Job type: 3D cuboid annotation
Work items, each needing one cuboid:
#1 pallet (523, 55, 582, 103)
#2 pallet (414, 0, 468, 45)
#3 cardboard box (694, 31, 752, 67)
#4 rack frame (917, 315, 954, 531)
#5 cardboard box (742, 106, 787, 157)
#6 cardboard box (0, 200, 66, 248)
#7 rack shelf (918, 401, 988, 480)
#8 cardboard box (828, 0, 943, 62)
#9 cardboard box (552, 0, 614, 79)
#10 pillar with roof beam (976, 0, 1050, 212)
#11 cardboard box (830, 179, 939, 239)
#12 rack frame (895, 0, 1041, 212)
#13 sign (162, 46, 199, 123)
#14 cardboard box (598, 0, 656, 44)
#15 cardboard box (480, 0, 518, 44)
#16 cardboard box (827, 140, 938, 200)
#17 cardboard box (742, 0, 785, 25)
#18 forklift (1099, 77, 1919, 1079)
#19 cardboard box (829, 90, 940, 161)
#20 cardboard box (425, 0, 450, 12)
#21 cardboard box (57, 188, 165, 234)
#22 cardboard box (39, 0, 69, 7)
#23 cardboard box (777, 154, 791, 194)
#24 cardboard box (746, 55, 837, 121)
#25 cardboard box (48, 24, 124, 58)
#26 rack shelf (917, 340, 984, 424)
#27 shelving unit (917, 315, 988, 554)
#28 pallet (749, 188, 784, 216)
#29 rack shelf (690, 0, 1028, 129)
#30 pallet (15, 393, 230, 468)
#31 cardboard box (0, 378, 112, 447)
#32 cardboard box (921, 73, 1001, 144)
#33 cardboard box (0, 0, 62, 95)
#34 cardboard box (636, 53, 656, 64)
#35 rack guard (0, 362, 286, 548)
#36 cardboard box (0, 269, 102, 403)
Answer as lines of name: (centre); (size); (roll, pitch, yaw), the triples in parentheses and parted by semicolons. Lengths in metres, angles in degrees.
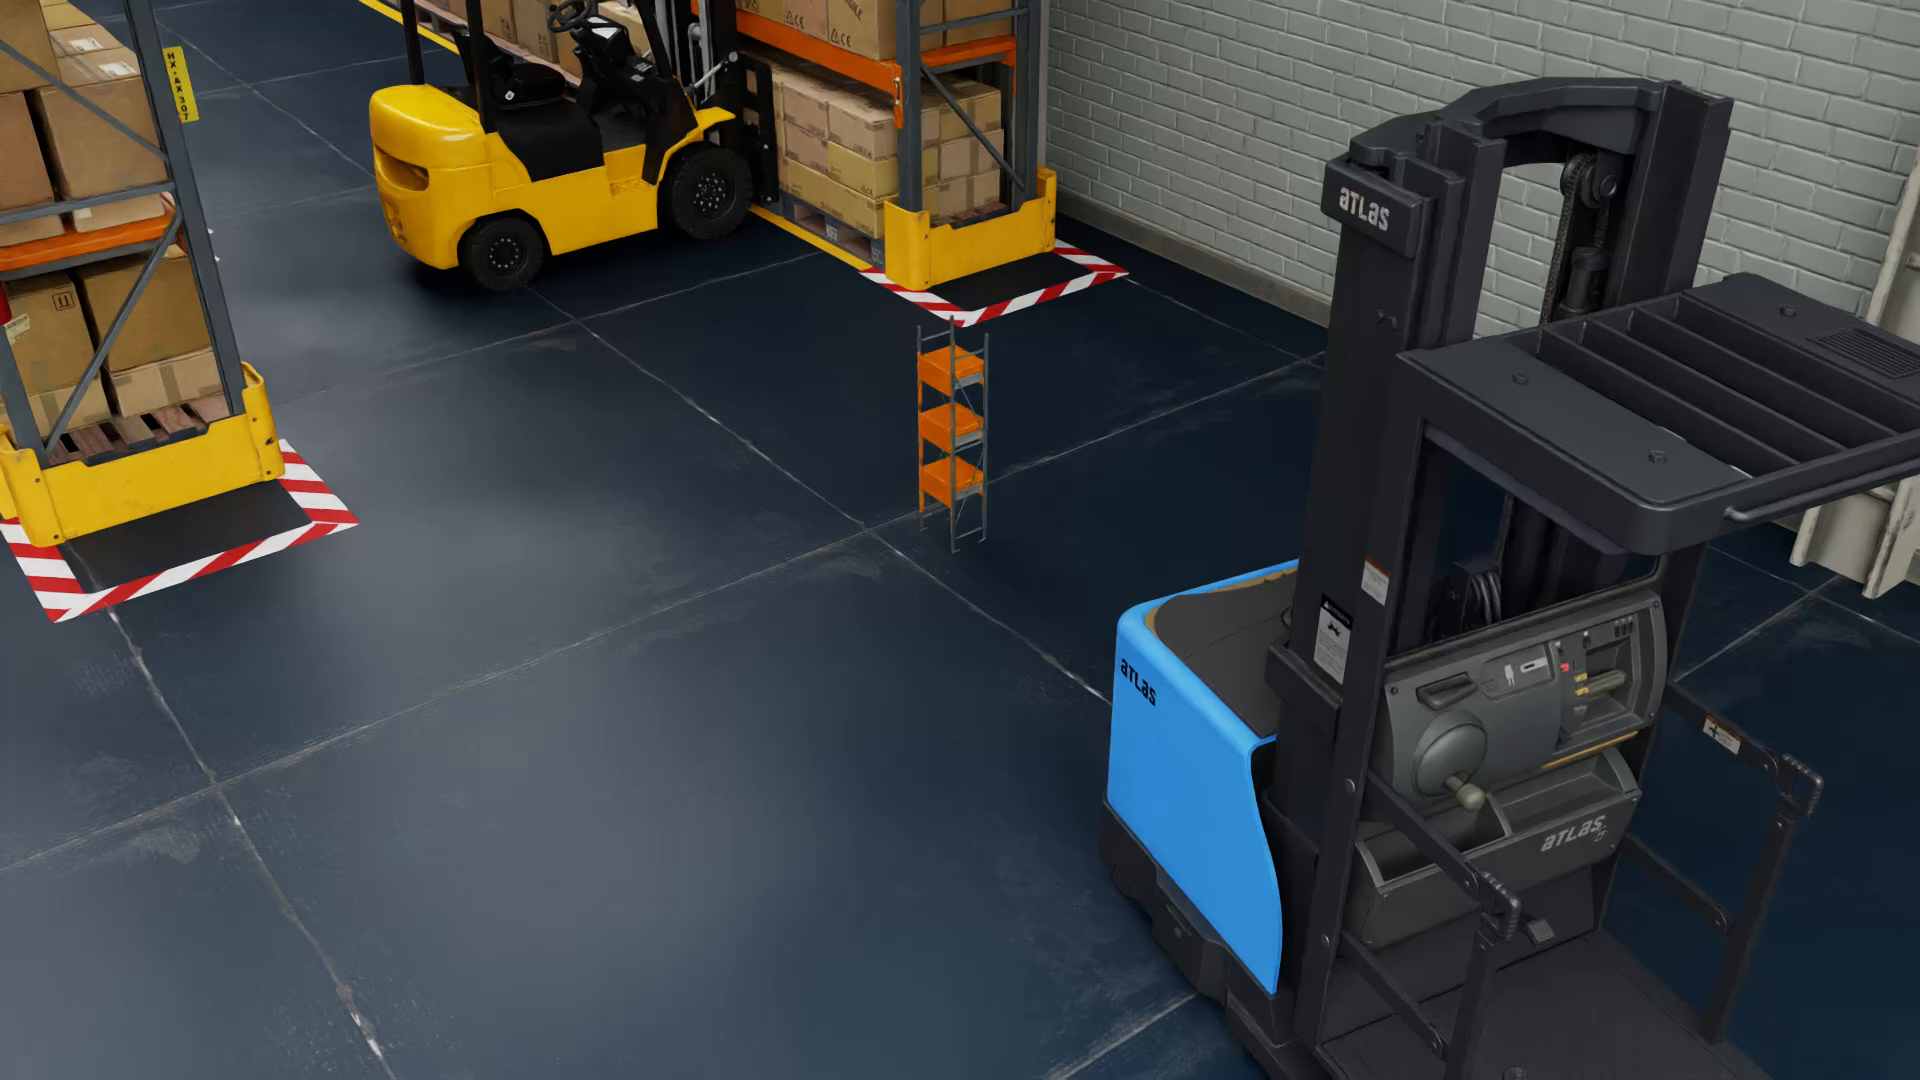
pallet: (-2.876, -3.838, 13.730); (1.003, 0.211, 1.213); (-22, 38, -31)
pallet: (-4.373, -4.855, 15.367); (1.003, 0.211, 1.213); (-22, 38, -31)
cardboard box: (-1.725, -3.440, 11.706); (0.500, 0.250, 0.500); (-21, 37, -30)
rack frame: (-0.108, -0.519, 7.591); (0.200, 1.050, 0.008); (-22, 38, -31)
cardboard box: (-1.118, -2.806, 11.160); (0.500, 0.250, 0.500); (-23, 39, -32)
cardboard box: (-4.258, -1.434, 7.453); (0.380, 0.149, 0.250); (-21, 37, -30)
rack shelf: (-0.033, -0.459, 7.514); (0.215, 0.259, 0.240); (-22, 38, -31)
cardboard box: (-0.450, -3.224, 10.003); (0.500, 0.500, 0.500); (-23, 39, -32)
cardboard box: (-2.722, -4.112, 13.380); (0.875, 0.625, 0.625); (-20, 37, -29)
pillar with roof beam: (-3.056, -4.799, 6.947); (9.100, 9.000, 0.400); (-22, 38, -31)
cardboard box: (-0.478, -2.165, 10.601); (0.500, 0.250, 0.500); (-22, 38, -31)
rack frame: (0.059, -3.061, 9.836); (1.000, 3.000, 0.127); (-22, 38, -31)
sign: (-3.431, -1.997, 7.302); (0.100, 0.325, 0.005); (-22, 38, -31)
cardboard box: (-2.345, -3.860, 12.383); (0.500, 0.250, 0.500); (-23, 39, -32)
cardboard box: (-3.655, -4.750, 14.408); (0.875, 0.625, 0.625); (-24, 39, -33)
cardboard box: (-0.486, -2.386, 10.482); (0.500, 0.250, 0.500); (-23, 38, -32)
cardboard box: (-1.075, -3.656, 10.699); (0.500, 0.500, 0.500); (-23, 39, -32)
forklift: (1.588, 0.477, 4.203); (1.130, 2.935, 3.031); (-14, 35, -22)
cardboard box: (-0.470, -2.587, 10.333); (0.500, 0.250, 0.500); (-21, 37, -30)
cardboard box: (-4.475, -5.300, 15.294); (0.875, 0.625, 0.625); (-21, 38, -30)
cardboard box: (-3.904, -1.555, 7.650); (0.380, 0.149, 0.250); (-22, 38, -31)
cardboard box: (-4.883, -2.546, 8.629); (0.500, 0.500, 0.500); (-23, 39, -32)
cardboard box: (-1.076, -2.587, 11.280); (0.500, 0.250, 0.500); (-22, 38, -31)
cardboard box: (-1.105, -3.005, 11.006); (0.500, 0.250, 0.500); (-22, 38, -31)
cardboard box: (-4.251, -2.124, 7.951); (0.500, 0.500, 0.500); (-21, 38, -30)
rack shelf: (-0.033, -0.700, 7.365); (0.215, 0.259, 0.240); (-22, 38, -31)
shelving unit: (-0.033, -0.468, 7.509); (0.215, 1.050, 0.252); (-22, 38, -31)
pallet: (-1.187, -2.690, 11.881); (1.003, 0.211, 1.213); (-22, 38, -31)
rack shelf: (-1.167, -3.589, 11.368); (1.077, 0.370, 4.000); (-22, 38, -31)
pallet: (-4.376, -0.651, 8.598); (1.003, 0.211, 1.213); (-22, 38, -31)
cardboard box: (-4.582, -0.724, 8.280); (0.500, 0.250, 0.500); (-22, 38, -32)
cardboard box: (-0.086, -2.758, 10.608); (0.500, 0.250, 0.500); (-23, 39, -32)
cardboard box: (-4.345, -2.189, 7.108); (0.700, 0.500, 0.500); (-23, 39, -33)
cardboard box: (-2.030, -3.440, 12.180); (0.500, 0.250, 0.500); (-22, 38, -32)
rack guard: (-3.906, -0.423, 7.958); (1.175, 0.500, 0.348); (-22, 38, -31)
cardboard box: (-4.557, -1.032, 8.066); (0.500, 0.500, 0.500); (-22, 38, -31)
